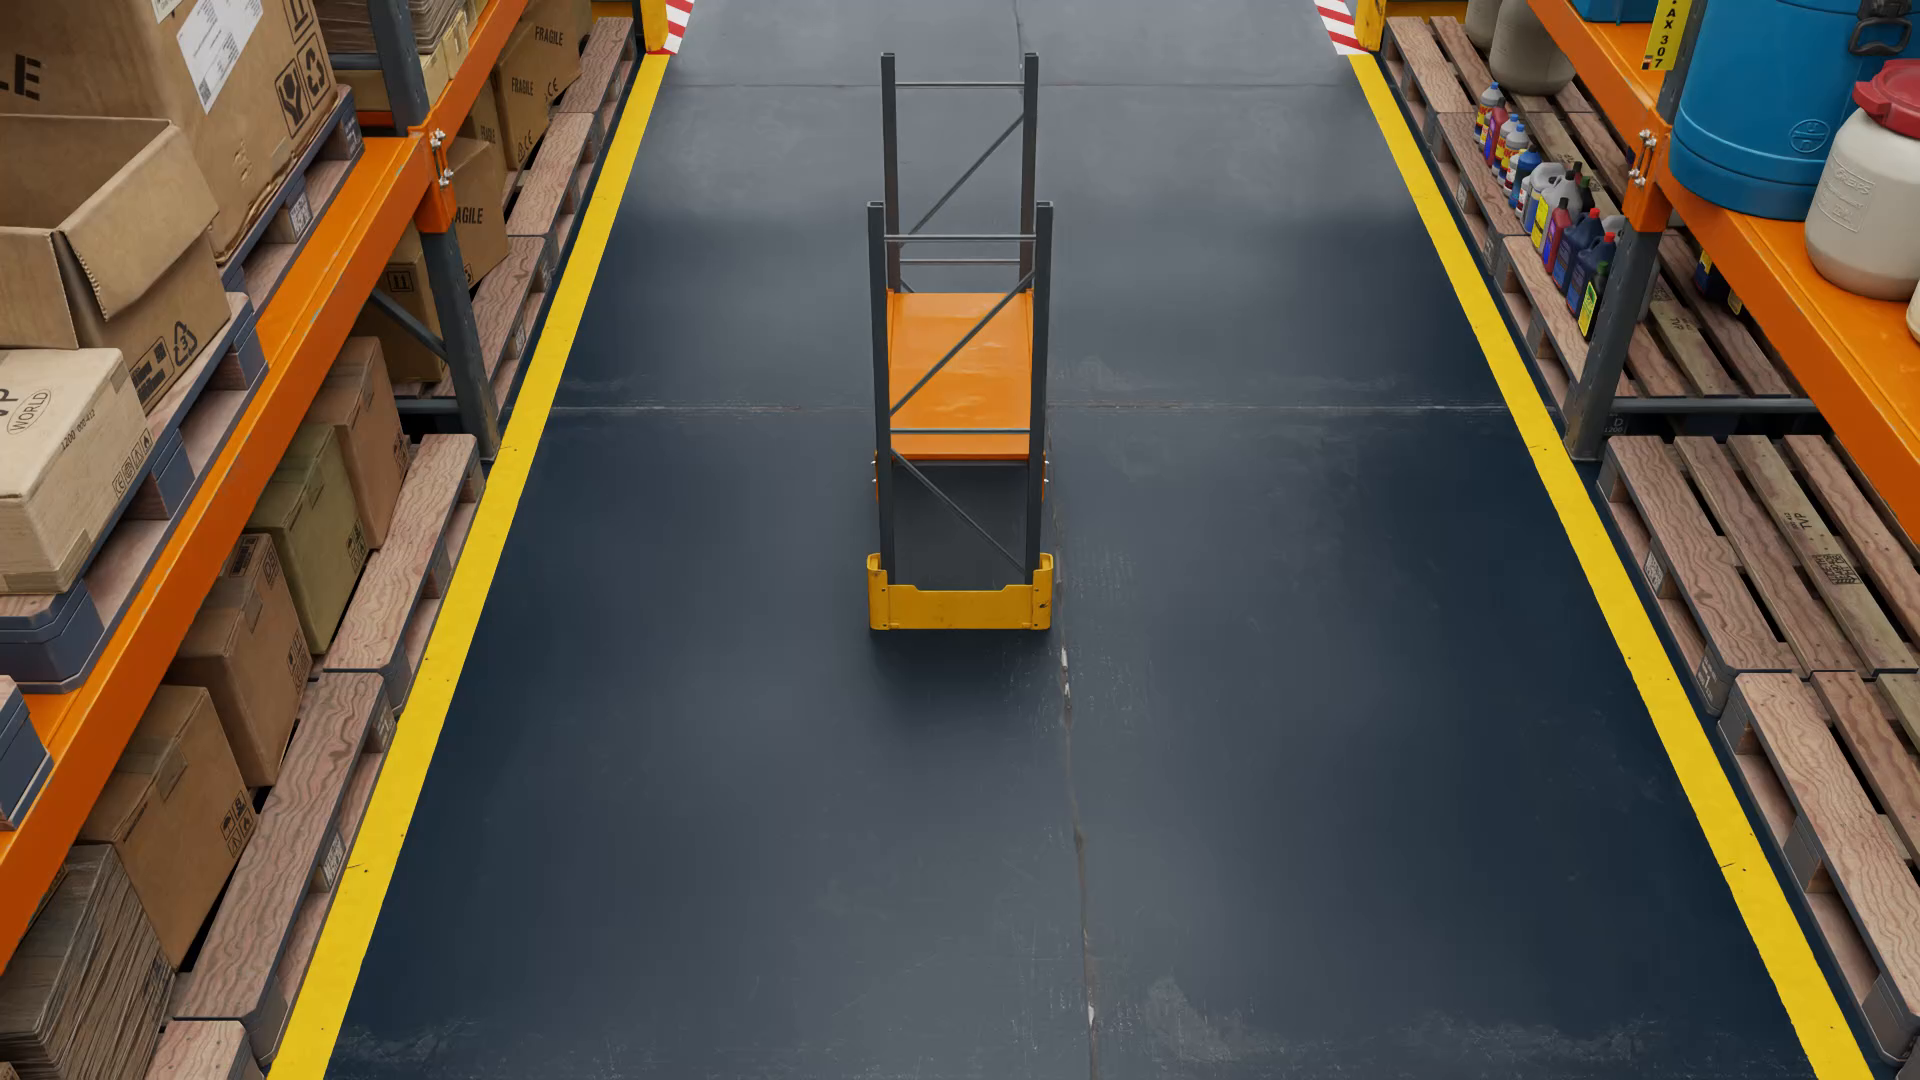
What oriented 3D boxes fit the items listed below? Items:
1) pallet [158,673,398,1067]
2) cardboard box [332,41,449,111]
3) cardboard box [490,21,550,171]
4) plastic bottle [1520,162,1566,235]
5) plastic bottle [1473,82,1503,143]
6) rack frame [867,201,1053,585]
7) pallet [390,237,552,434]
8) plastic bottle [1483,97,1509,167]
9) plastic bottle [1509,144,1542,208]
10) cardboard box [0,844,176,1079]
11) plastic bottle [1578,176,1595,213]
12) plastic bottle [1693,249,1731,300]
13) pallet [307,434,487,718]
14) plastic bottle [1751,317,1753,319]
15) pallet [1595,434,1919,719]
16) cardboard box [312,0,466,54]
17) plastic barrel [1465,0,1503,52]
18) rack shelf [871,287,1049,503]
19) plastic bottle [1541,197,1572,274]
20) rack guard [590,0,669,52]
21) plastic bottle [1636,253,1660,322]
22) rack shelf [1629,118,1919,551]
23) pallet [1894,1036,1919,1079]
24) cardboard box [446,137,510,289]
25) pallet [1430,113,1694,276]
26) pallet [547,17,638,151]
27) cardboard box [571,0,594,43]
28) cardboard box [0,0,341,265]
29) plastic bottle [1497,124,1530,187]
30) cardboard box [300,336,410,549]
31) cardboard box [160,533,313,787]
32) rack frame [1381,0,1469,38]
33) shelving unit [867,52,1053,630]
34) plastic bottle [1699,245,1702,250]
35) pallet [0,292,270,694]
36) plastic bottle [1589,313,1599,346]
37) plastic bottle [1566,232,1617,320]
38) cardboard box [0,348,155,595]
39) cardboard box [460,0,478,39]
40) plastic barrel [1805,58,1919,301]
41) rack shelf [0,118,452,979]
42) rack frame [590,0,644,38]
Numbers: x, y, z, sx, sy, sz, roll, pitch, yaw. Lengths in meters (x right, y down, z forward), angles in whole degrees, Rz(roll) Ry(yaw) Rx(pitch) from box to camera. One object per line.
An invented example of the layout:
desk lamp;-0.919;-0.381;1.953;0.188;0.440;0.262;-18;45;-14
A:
pallet;-2.202;0.850;4.521;1.003;0.211;1.213;0;39;0
cardboard box;-1.908;-1.526;5.457;0.380;0.149;0.250;0;39;0
cardboard box;-2.212;-2.024;7.540;0.500;0.500;0.500;3;39;4
plastic bottle;2.459;-1.428;6.960;0.152;0.276;0.135;1;39;1
plastic bottle;2.431;-1.968;7.637;0.097;0.271;0.097;0;39;0
rack frame;0.000;-0.321;4.951;0.500;1.500;0.032;0;39;0
pallet;-2.244;-0.822;6.607;1.003;0.211;1.213;0;39;0
plastic bottle;2.413;-1.831;7.456;0.061;0.283;0.133;1;39;1
plastic bottle;2.431;-1.564;7.133;0.097;0.271;0.097;0;39;0
cardboard box;-2.238;1.049;3.689;0.700;0.500;0.500;-3;39;-4
plastic bottle;2.558;-1.346;6.851;0.061;0.283;0.133;0;39;0
plastic bottle;3.015;-1.136;6.536;0.144;0.351;0.185;0;39;0
pallet;-2.206;0.085;5.475;1.003;0.211;1.213;0;39;0
plastic bottle;3.155;-1.004;6.430;0.152;0.276;0.135;1;39;2
pallet;2.784;0.086;5.474;1.003;0.211;1.213;0;39;0
cardboard box;-2.147;-1.926;5.437;0.875;0.500;0.500;0;39;0
plastic barrel;2.817;-2.776;8.469;0.421;0.512;0.421;0;39;0
rack shelf;0.000;-0.498;5.460;0.538;0.185;1.000;0;39;0
plastic bottle;2.414;-1.230;6.706;0.061;0.283;0.133;2;39;3
rack guard;-2.213;-2.968;9.054;1.175;0.500;0.348;0;39;0
plastic bottle;2.600;-1.034;6.408;0.144;0.351;0.185;0;39;0
rack shelf;2.747;0.038;3.879;1.077;0.370;4.000;0;39;0
pallet;2.787;1.612;3.570;1.003;0.211;1.213;0;39;0
cardboard box;-2.177;-1.287;6.620;0.500;0.500;0.500;12;40;14
pallet;2.781;-1.590;7.565;1.003;0.211;1.213;0;39;0
pallet;-2.247;-2.348;8.511;1.003;0.211;1.213;0;39;0
cardboard box;-2.229;-2.789;8.495;0.500;0.500;0.500;7;39;8
cardboard box;-2.347;-1.391;4.271;1.000;1.000;1.000;0;39;0
plastic bottle;2.431;-1.691;7.291;0.097;0.271;0.097;0;39;0
cardboard box;-2.229;-0.302;5.375;0.700;0.500;0.500;-3;39;-4
cardboard box;-2.246;0.346;4.567;0.700;0.500;0.500;-3;39;-4
rack frame;2.740;-3.995;8.336;1.000;3.000;0.127;0;39;0
shelving unit;0.000;-0.633;5.340;0.587;1.500;1.083;0;39;0
plastic bottle;3.121;-1.315;6.823;0.097;0.271;0.097;0;39;0
pallet;-2.247;-0.151;3.694;1.003;0.211;1.213;0;39;0
plastic bottle;2.433;-0.800;6.235;0.097;0.201;0.097;0;39;0
plastic bottle;2.456;-1.034;6.408;0.144;0.351;0.185;-1;39;-1
cardboard box;-1.976;-0.142;3.313;0.500;0.250;0.500;-1;39;-1
cardboard box;-1.923;-1.839;5.847;0.380;0.149;0.250;0;39;0
plastic barrel;2.527;-0.948;4.426;0.433;0.535;0.433;0;39;0
rack shelf;-2.206;0.042;3.875;1.077;0.370;4.000;0;39;0
rack frame;-2.213;-3.991;8.332;1.000;3.000;0.127;0;39;0
